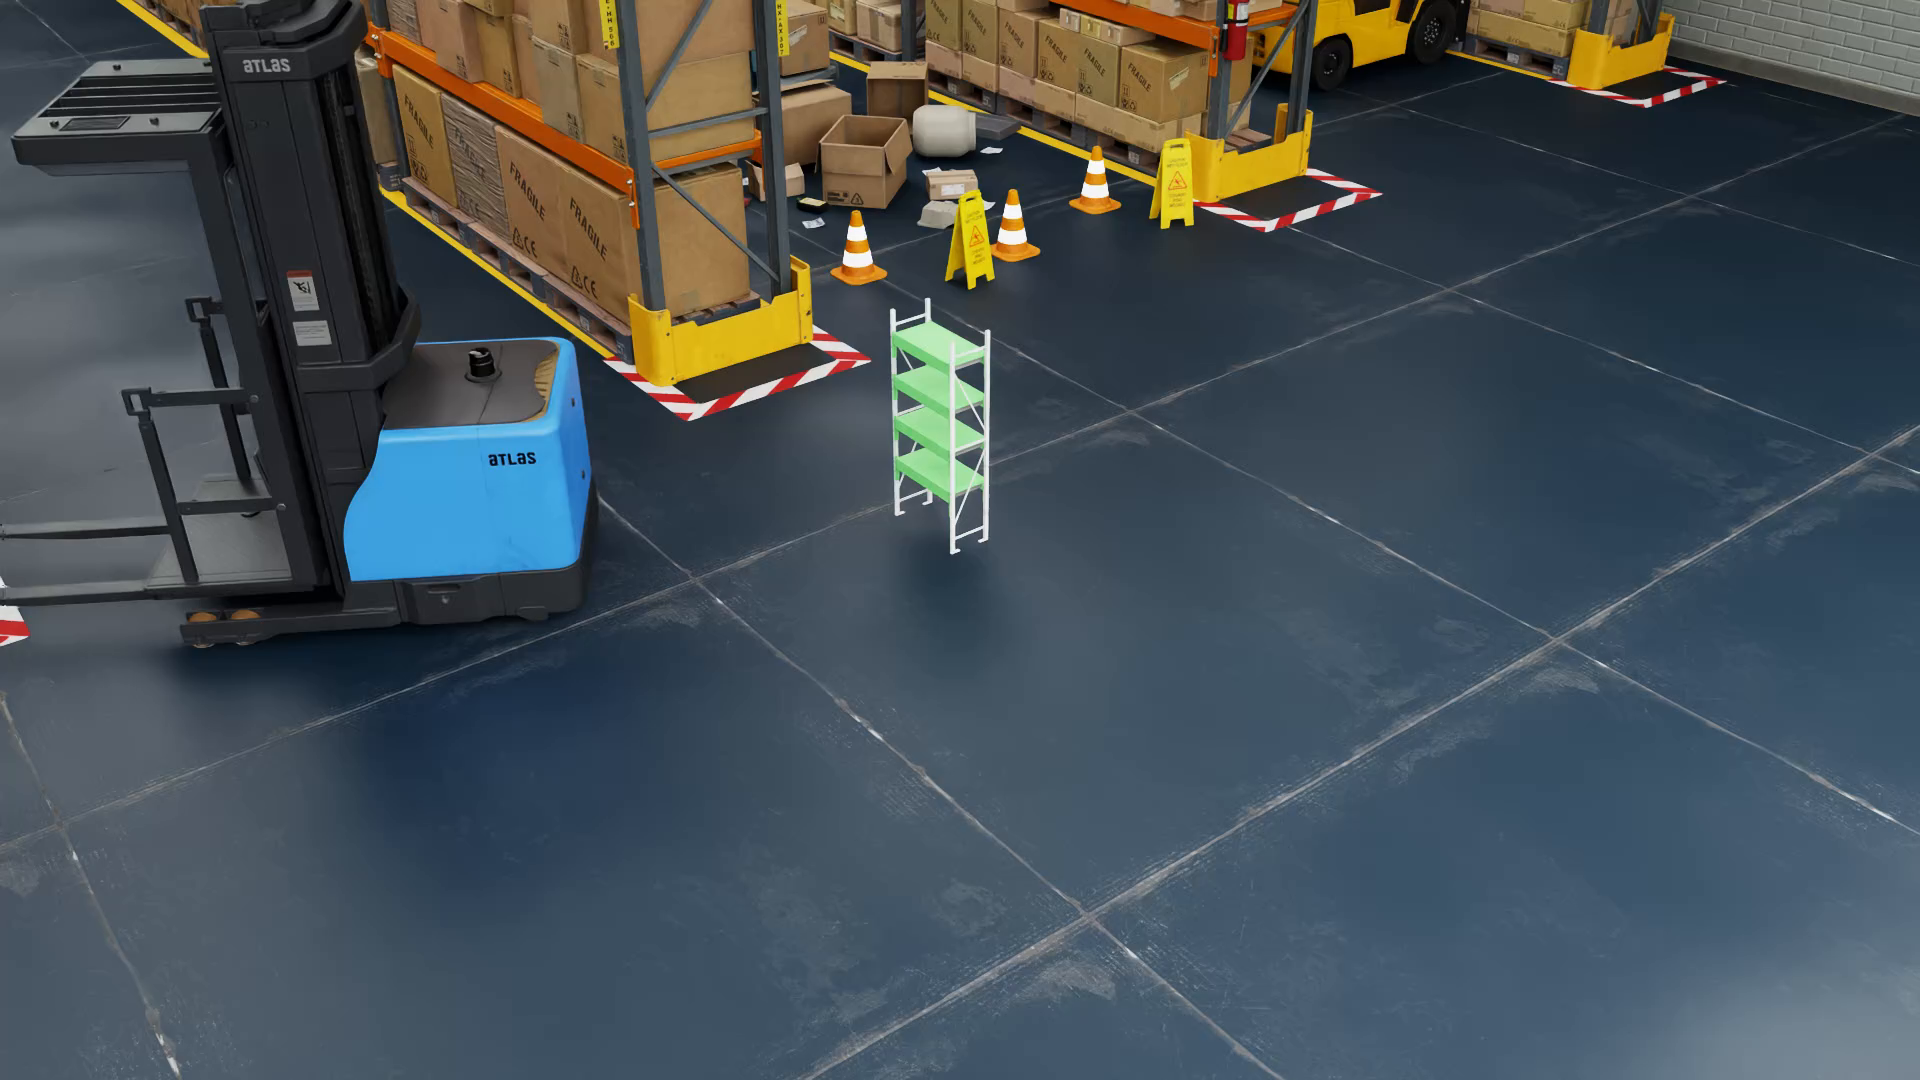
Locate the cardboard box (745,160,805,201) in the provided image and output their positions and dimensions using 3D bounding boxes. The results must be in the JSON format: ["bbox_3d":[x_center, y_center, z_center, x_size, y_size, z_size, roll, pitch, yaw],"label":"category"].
[{"bbox_3d":[-1.457,-2.862,13.106,0.396,0.266,0.258,-16,35,-23],"label":"cardboard box"}]

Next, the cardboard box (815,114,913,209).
[{"bbox_3d":[-0.742,-2.973,13.059,0.637,0.503,0.797,6,32,10],"label":"cardboard box"}]

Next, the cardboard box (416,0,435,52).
[{"bbox_3d":[-3.375,-3.836,11.941,0.875,0.550,0.550,-22,38,-31],"label":"cardboard box"}]

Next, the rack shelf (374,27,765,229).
[{"bbox_3d":[-2.740,-3.005,11.426,1.077,0.370,4.000,-22,38,-31],"label":"rack shelf"}]

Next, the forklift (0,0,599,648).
[{"bbox_3d":[-3.380,-1.026,7.624,3.031,2.935,1.130,-3,32,-6],"label":"forklift"}]

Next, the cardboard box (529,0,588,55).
[{"bbox_3d":[-2.120,-3.366,10.160,0.875,0.550,0.550,-22,38,-31],"label":"cardboard box"}]

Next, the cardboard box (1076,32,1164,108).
[{"bbox_3d":[1.315,-3.915,13.708,0.500,0.500,0.500,-21,37,-30],"label":"cardboard box"}]

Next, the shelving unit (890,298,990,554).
[{"bbox_3d":[-0.101,-0.579,8.545,0.258,1.200,0.503,-22,38,-31],"label":"shelving unit"}]

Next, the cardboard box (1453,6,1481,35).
[{"bbox_3d":[5.119,-5.253,16.574,0.500,0.250,0.500,-22,38,-31],"label":"cardboard box"}]

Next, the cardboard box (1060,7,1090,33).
[{"bbox_3d":[1.048,-4.322,13.748,0.380,0.149,0.250,-21,37,-29],"label":"cardboard box"}]

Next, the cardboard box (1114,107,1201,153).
[{"bbox_3d":[1.612,-3.390,13.574,0.500,0.250,0.500,-22,38,-32],"label":"cardboard box"}]

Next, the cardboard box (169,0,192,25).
[{"bbox_3d":[-7.682,-5.550,16.814,0.500,0.500,0.500,-24,39,-33],"label":"cardboard box"}]

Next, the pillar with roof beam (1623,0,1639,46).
[{"bbox_3d":[3.138,-7.465,12.241,9.100,9.000,0.400,-22,38,-31],"label":"pillar with roof beam"}]

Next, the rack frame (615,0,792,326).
[{"bbox_3d":[-1.513,-2.477,9.895,1.000,3.000,0.127,-22,38,-31],"label":"rack frame"}]

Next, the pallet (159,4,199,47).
[{"bbox_3d":[-7.641,-5.460,17.342,1.003,0.211,1.213,-22,38,-31],"label":"pallet"}]

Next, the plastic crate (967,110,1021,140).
[{"bbox_3d":[0.197,-3.627,14.515,0.583,0.080,0.402,18,36,27],"label":"plastic crate"}]

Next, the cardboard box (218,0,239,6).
[{"bbox_3d":[-6.117,-4.751,15.290,1.050,0.750,0.750,-23,38,-32],"label":"cardboard box"}]

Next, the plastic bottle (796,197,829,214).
[{"bbox_3d":[-1.167,-2.595,12.870,0.283,0.061,0.133,18,36,27],"label":"plastic bottle"}]

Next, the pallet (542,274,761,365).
[{"bbox_3d":[-2.065,-1.600,11.126,1.003,0.211,1.213,-22,38,-31],"label":"pallet"}]

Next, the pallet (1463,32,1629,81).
[{"bbox_3d":[5.752,-4.848,16.356,1.003,0.211,1.213,-22,38,-31],"label":"pallet"}]

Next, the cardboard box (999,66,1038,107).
[{"bbox_3d":[0.694,-4.025,14.596,0.500,0.250,0.500,-23,38,-32],"label":"cardboard box"}]

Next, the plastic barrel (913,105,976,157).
[{"bbox_3d":[-0.128,-3.397,13.818,0.512,0.421,0.421,1,32,2],"label":"plastic barrel"}]

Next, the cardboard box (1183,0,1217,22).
[{"bbox_3d":[1.937,-4.100,12.747,0.380,0.149,0.250,-21,37,-30],"label":"cardboard box"}]

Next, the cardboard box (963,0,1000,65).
[{"bbox_3d":[0.368,-4.564,14.752,0.500,0.500,0.500,-21,37,-30],"label":"cardboard box"}]

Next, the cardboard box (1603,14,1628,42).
[{"bbox_3d":[6.107,-5.006,16.175,0.500,0.250,0.500,-22,38,-31],"label":"cardboard box"}]

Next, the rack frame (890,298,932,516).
[{"bbox_3d":[-0.251,-0.680,8.708,0.240,1.200,0.015,-22,38,-31],"label":"rack frame"}]

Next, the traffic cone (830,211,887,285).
[{"bbox_3d":[-0.717,-2.080,11.660,0.336,0.463,0.334,-22,38,-31],"label":"traffic cone"}]

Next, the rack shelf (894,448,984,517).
[{"bbox_3d":[-0.102,-0.321,8.705,0.258,0.148,0.480,-22,38,-31],"label":"rack shelf"}]

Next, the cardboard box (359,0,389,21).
[{"bbox_3d":[-4.497,-4.317,12.763,0.500,0.500,0.500,-23,38,-32],"label":"cardboard box"}]

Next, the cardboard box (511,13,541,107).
[{"bbox_3d":[-2.375,-3.177,10.879,0.875,0.550,0.550,-22,38,-31],"label":"cardboard box"}]

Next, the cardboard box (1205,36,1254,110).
[{"bbox_3d":[2.044,-3.885,13.659,0.500,0.500,0.500,-24,39,-33],"label":"cardboard box"}]

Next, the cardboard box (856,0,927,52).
[{"bbox_3d":[-0.442,-5.067,16.158,0.950,0.372,0.625,-22,38,-31],"label":"cardboard box"}]

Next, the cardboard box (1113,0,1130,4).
[{"bbox_3d":[1.372,-4.381,13.199,0.380,0.149,0.250,-22,38,-31],"label":"cardboard box"}]

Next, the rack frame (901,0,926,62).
[{"bbox_3d":[-0.118,-5.787,15.225,1.000,3.000,0.127,-22,38,-31],"label":"rack frame"}]

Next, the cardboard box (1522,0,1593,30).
[{"bbox_3d":[5.708,-5.052,15.776,0.500,0.250,0.500,-23,38,-32],"label":"cardboard box"}]

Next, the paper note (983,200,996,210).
[{"bbox_3d":[0.183,-2.609,12.922,0.142,0.019,0.148,18,36,27],"label":"paper note"}]

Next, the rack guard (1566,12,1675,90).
[{"bbox_3d":[6.268,-4.656,15.773,1.175,0.500,0.348,-22,38,-31],"label":"rack guard"}]

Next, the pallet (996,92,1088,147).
[{"bbox_3d":[1.074,-3.825,14.709,1.003,0.211,1.213,-22,38,-31],"label":"pallet"}]

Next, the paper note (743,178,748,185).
[{"bbox_3d":[-1.688,-2.905,13.406,0.172,0.023,0.155,-10,33,-15],"label":"paper note"}]

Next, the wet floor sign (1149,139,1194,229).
[{"bbox_3d":[1.606,-2.695,12.477,0.267,0.644,0.232,-10,33,-15],"label":"wet floor sign"}]

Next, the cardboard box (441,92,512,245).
[{"bbox_3d":[-3.080,-2.760,11.967,0.875,0.875,0.875,-22,38,-31],"label":"cardboard box"}]
